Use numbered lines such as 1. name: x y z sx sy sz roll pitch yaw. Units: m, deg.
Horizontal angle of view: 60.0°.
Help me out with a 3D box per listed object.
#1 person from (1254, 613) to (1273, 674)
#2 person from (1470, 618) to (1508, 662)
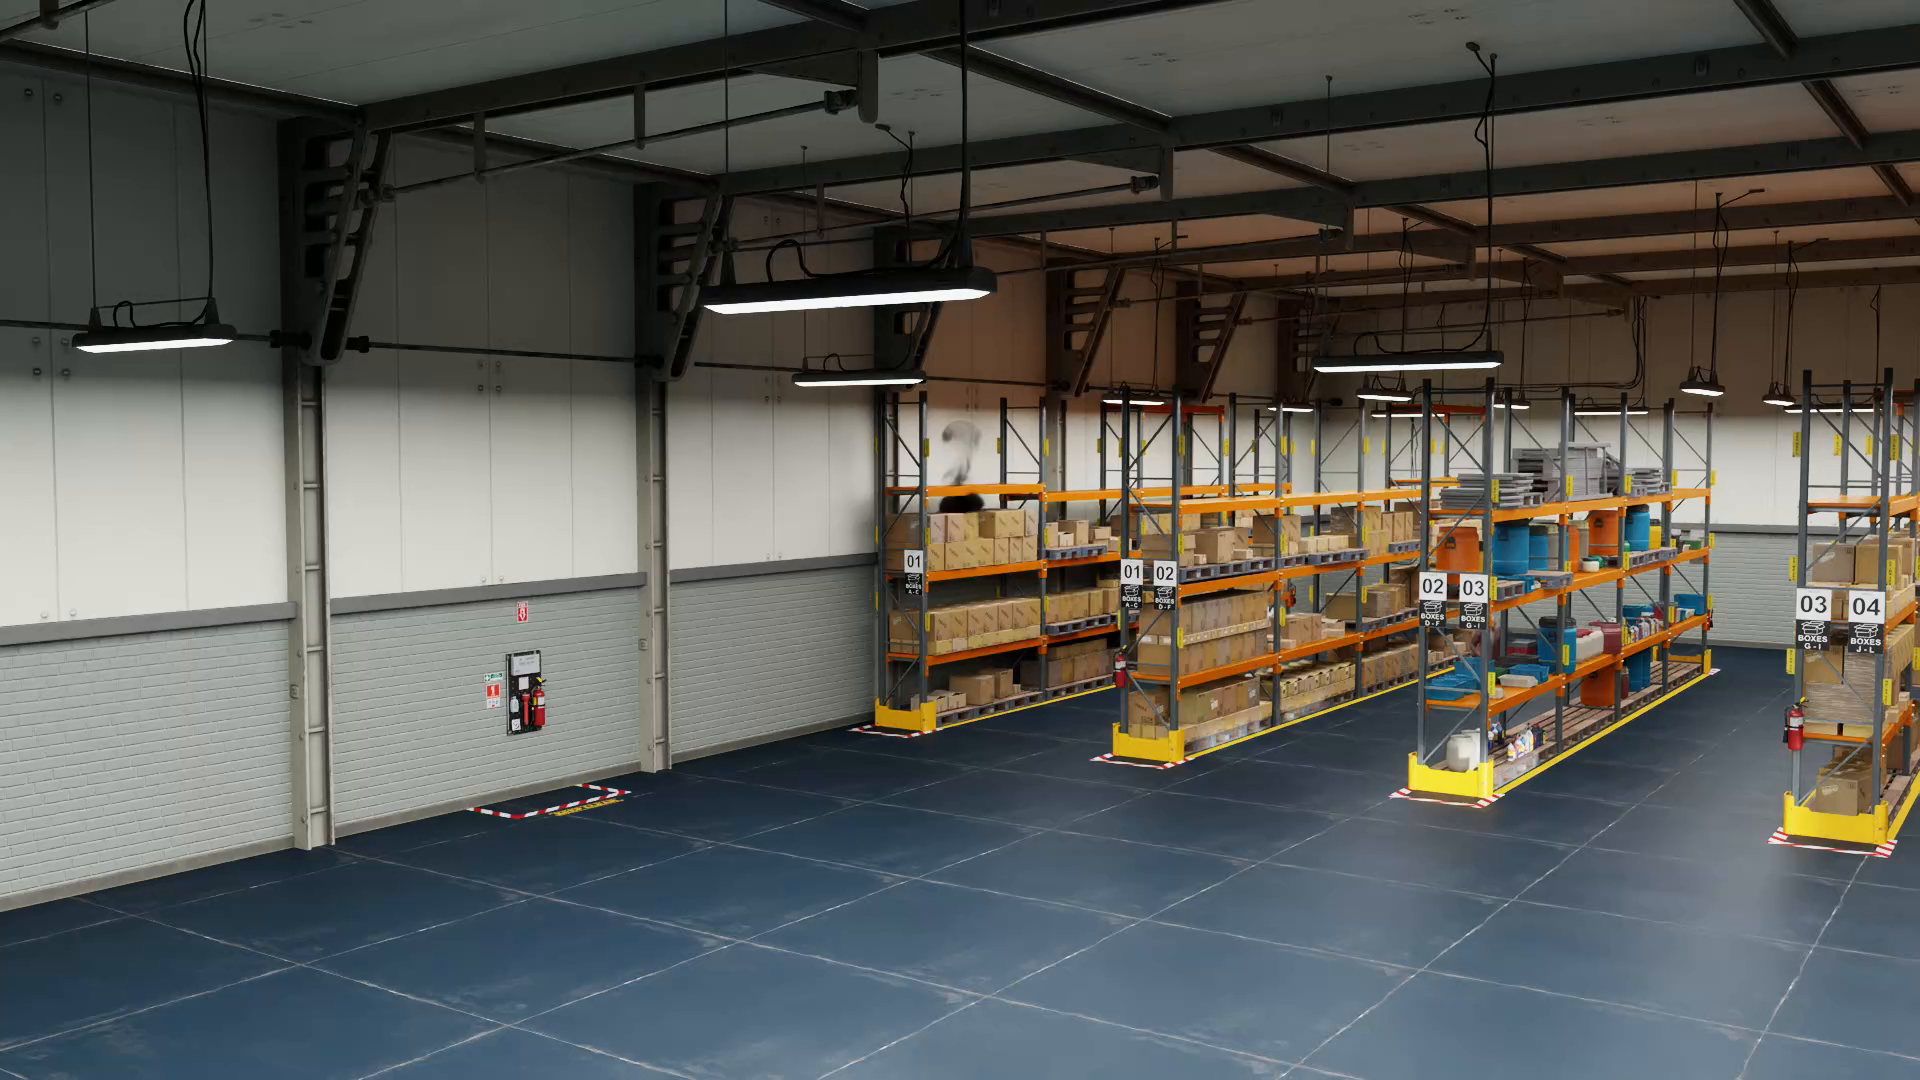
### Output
1. person: 6.458 2.143 36.000 0.714 1.731 0.791 2 4 28
2. person: 10.092 2.360 31.735 0.713 1.776 0.954 1 3 20
